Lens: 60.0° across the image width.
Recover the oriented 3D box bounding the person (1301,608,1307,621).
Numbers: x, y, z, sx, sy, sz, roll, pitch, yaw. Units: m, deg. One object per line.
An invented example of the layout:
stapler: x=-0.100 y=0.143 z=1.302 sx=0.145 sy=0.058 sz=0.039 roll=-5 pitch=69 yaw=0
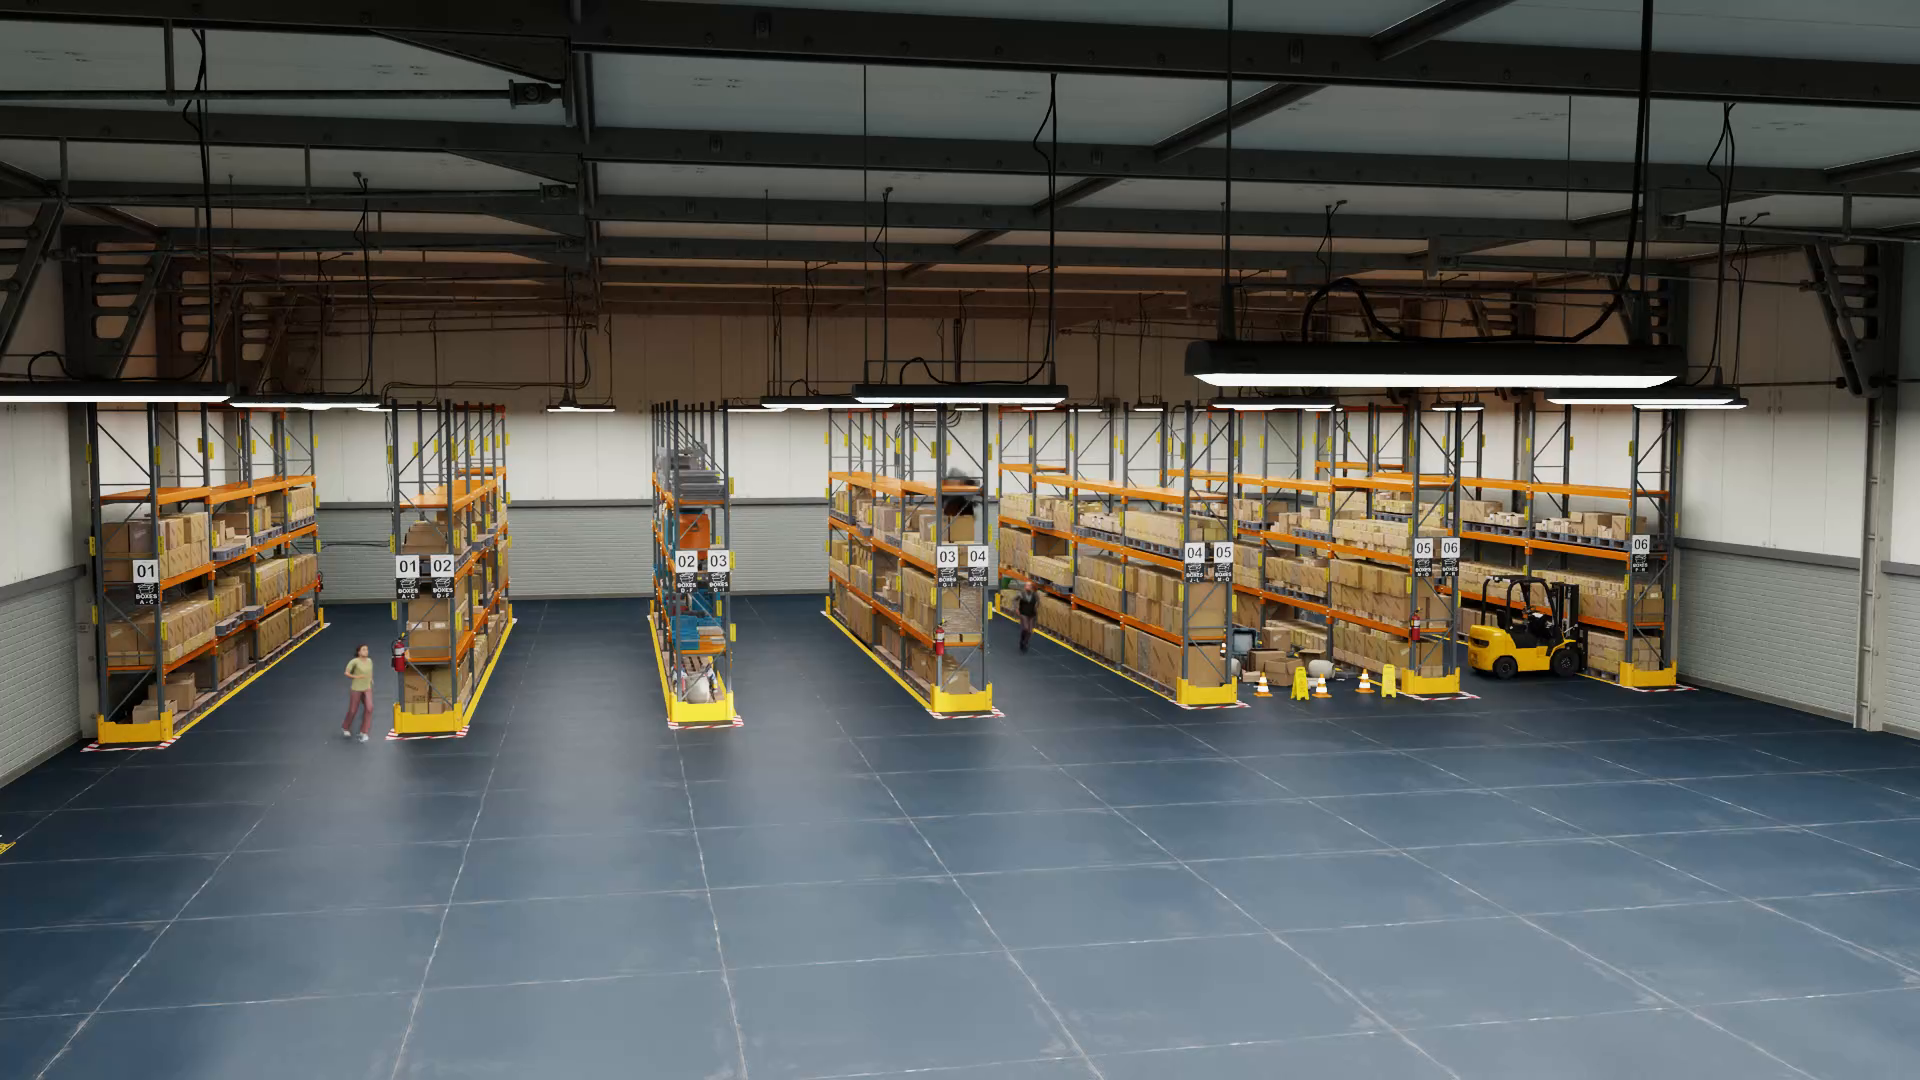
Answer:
person: x=9.411 y=1.488 z=45.878 sx=0.521 sy=1.576 sz=0.716 roll=-1 pitch=4 yaw=-17

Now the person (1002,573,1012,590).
person: x=1.403 y=1.103 z=49.756 sx=0.592 sy=1.743 sz=0.699 roll=-1 pitch=4 yaw=-7

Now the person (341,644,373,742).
person: x=-10.570 y=2.664 z=29.341 sx=0.845 sy=1.687 sz=0.603 roll=4 pitch=6 yaw=43

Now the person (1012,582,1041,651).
person: x=1.632 y=1.841 z=40.152 sx=0.652 sy=1.680 sz=0.704 roll=-1 pitch=5 yaw=-17
